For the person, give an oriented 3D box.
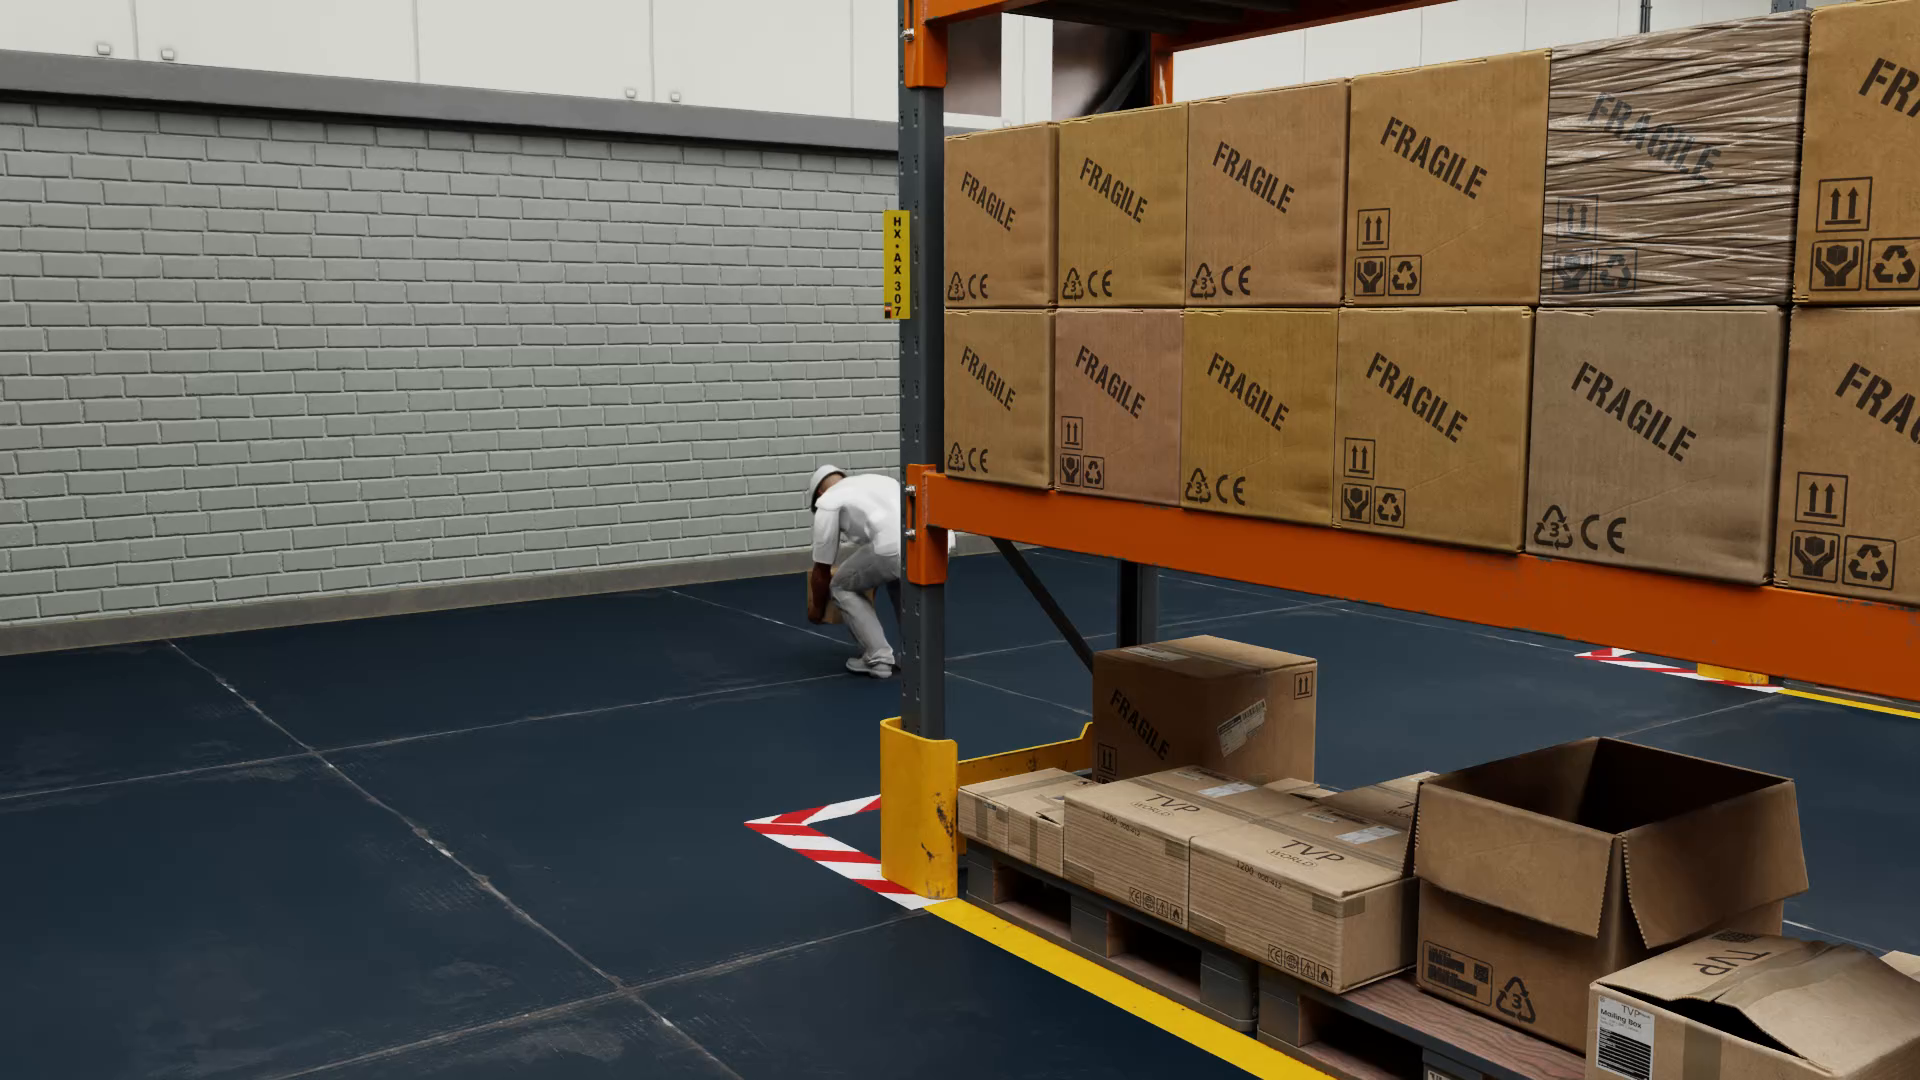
[{"bbox_3d":[-0.447,0.152,8.408,0.526,1.012,0.956,-6,10,-38],"label":"person"}]
